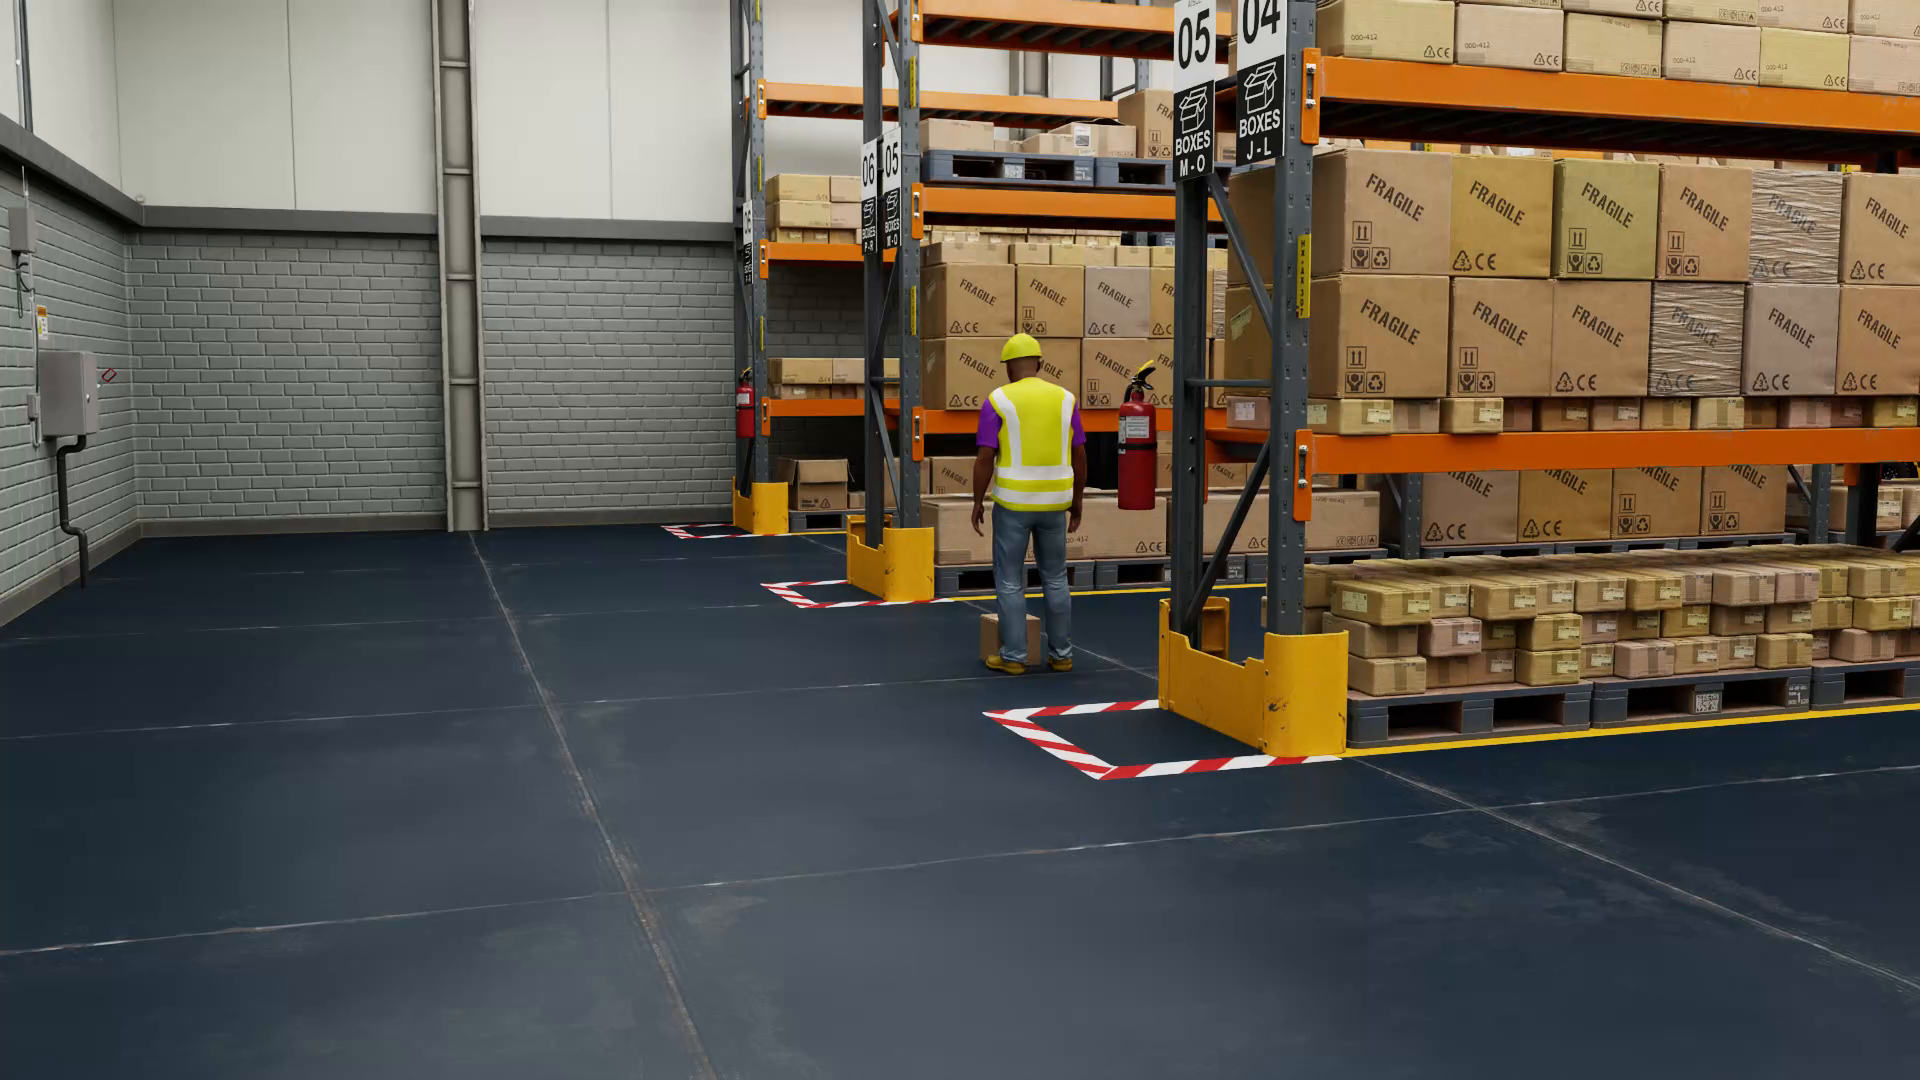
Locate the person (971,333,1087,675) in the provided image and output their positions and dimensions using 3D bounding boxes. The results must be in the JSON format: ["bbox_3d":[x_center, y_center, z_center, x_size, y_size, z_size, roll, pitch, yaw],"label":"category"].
[{"bbox_3d":[0.358,-0.193,8.671,0.627,1.761,0.456,-2,6,-18],"label":"person"}]
